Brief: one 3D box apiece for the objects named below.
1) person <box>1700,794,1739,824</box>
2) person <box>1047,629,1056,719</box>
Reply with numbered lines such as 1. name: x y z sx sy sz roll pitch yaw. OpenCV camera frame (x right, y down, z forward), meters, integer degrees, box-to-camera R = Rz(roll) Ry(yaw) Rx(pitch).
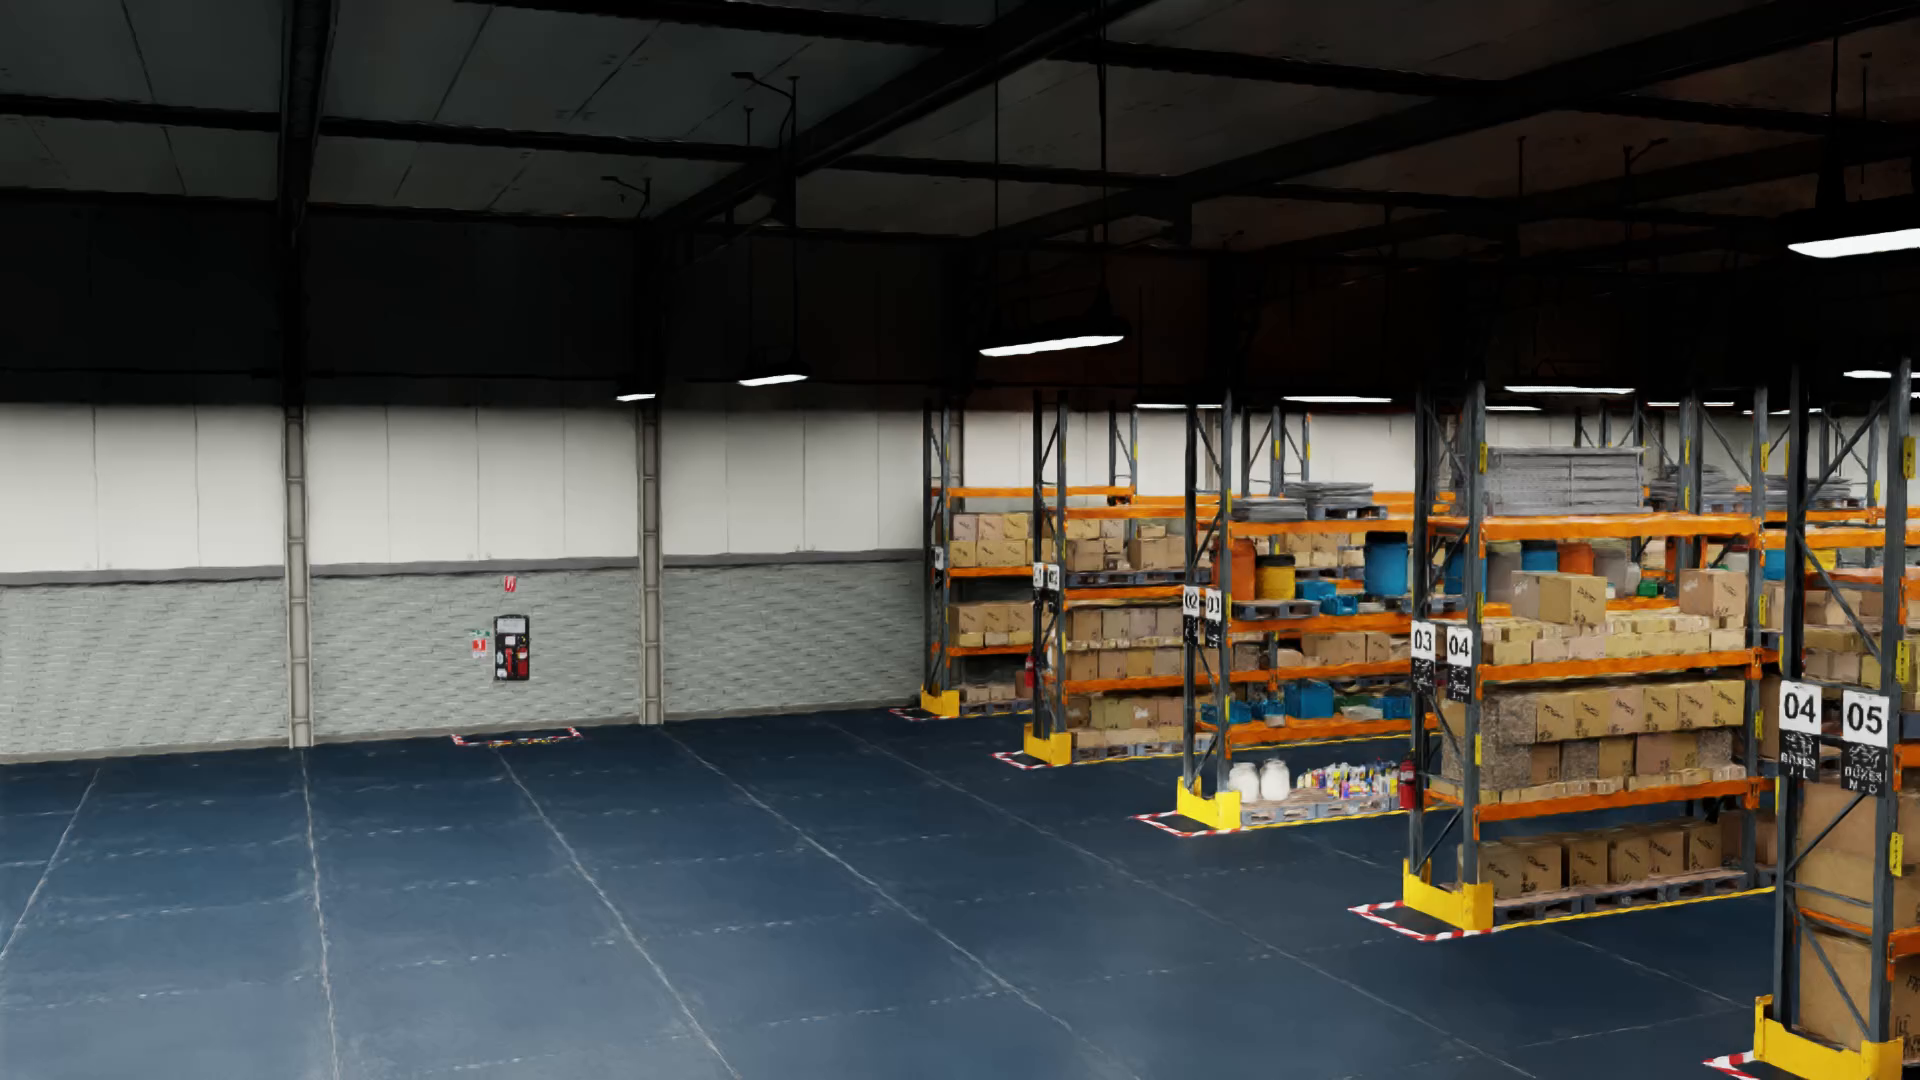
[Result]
1. person: 9.948 3.026 21.683 0.546 1.733 0.729 -1 4 -24
2. person: 1.849 2.491 30.905 0.574 1.734 0.955 3 5 44
